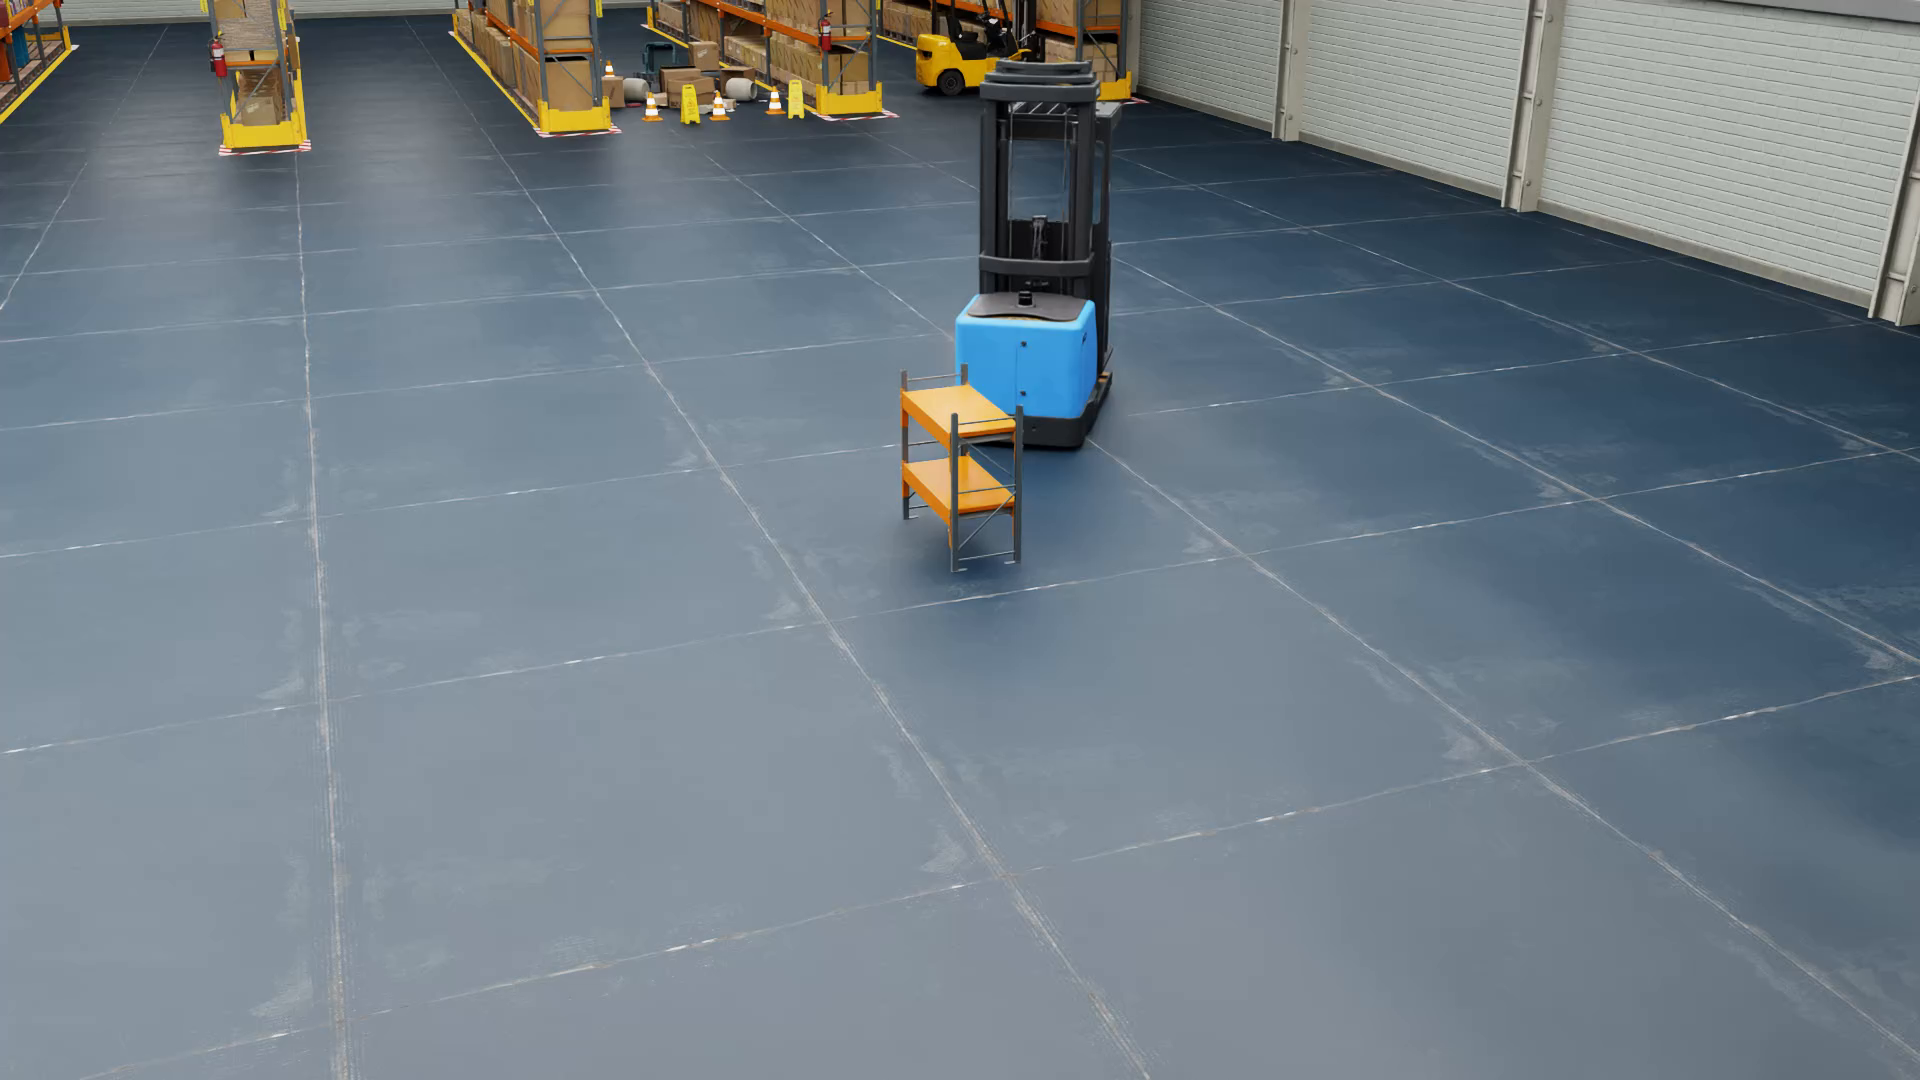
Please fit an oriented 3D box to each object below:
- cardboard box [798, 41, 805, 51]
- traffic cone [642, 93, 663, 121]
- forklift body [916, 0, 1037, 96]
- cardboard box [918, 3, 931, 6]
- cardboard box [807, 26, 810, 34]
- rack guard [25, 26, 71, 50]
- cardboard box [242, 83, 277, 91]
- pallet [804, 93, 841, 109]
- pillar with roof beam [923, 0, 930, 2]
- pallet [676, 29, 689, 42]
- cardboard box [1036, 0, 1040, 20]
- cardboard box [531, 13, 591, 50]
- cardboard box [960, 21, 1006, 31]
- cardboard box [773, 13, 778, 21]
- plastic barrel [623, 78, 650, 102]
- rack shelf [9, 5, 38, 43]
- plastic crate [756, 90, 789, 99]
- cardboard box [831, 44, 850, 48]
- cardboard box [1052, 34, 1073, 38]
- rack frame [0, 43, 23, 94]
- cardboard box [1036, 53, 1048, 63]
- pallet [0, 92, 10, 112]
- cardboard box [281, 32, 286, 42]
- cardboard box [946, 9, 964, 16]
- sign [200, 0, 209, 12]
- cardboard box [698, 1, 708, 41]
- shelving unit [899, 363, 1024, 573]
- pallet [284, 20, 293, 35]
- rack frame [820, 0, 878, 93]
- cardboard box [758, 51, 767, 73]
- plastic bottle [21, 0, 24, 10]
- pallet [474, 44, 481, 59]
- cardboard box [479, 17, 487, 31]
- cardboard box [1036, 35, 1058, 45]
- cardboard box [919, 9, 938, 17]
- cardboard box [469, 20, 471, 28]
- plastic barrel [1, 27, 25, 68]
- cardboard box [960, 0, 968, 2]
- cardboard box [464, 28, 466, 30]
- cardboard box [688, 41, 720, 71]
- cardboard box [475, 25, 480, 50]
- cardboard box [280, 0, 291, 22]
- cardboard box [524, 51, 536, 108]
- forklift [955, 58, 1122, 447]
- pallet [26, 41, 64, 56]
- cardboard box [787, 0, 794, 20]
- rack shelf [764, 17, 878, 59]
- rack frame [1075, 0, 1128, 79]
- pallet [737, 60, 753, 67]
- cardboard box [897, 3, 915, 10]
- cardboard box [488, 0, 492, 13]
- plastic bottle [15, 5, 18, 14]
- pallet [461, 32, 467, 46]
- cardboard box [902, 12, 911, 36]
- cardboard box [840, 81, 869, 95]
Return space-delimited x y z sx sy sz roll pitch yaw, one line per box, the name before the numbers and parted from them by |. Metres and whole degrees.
cardboard box | -2.781 -9.171 30.846 0.380 0.149 0.250 -8 24 -18
traffic cone | -5.430 -7.632 29.262 0.336 0.463 0.334 -8 24 -19
forklift body | 0.290 -9.859 32.372 2.313 2.155 1.214 -8 24 -19
cardboard box | -0.819 -13.039 40.667 0.380 0.149 0.250 -8 24 -18
cardboard box | -2.572 -9.293 30.259 0.380 0.149 0.250 -9 24 -20
rack guard | -21.554 -11.758 39.004 1.175 0.500 0.348 -8 24 -19
cardboard box | -11.899 -7.483 28.319 0.500 0.500 0.500 -6 24 -14
pallet | -2.257 -8.172 30.866 1.003 0.211 1.213 -8 24 -19
pillar with roof beam | -5.003 -16.722 39.838 9.100 9.000 0.400 -8 24 -19
pallet | -6.411 -12.491 41.115 1.003 0.211 1.213 -8 24 -19
cardboard box | 1.703 -10.557 32.808 0.500 0.500 0.500 -8 24 -19
cardboard box | -6.745 -8.611 28.125 0.875 0.550 0.550 -8 24 -19
cardboard box | 0.524 -11.108 36.760 0.875 0.625 0.625 -9 25 -21
cardboard box | -3.440 -10.224 32.468 0.380 0.149 0.250 -8 24 -17
plastic barrel | -6.149 -8.478 31.319 0.512 0.421 0.421 8 24 18
rack shelf | -19.413 -10.392 33.470 1.077 0.370 4.000 -8 24 -19
plastic crate | -3.602 -8.554 31.942 0.402 0.080 0.583 -18 29 -37
cardboard box | -2.370 -9.113 31.544 0.500 0.500 0.500 -8 24 -18
cardboard box | 2.152 -9.951 33.209 0.500 0.250 0.500 -9 24 -20
rack frame | -18.707 -9.997 31.606 1.000 3.000 0.127 -8 24 -19
cardboard box | 1.833 -9.471 32.714 0.500 0.250 0.500 -9 24 -20
pallet | -18.042 -7.982 30.417 1.003 0.211 1.213 -8 24 -19
cardboard box | -12.005 -8.802 29.096 0.380 0.149 0.250 -8 24 -19
cardboard box | -0.121 -12.391 39.130 0.380 0.149 0.250 -8 24 -17
sign | -11.774 -8.380 25.872 0.100 0.325 0.005 -8 24 -19
cardboard box | -5.595 -12.162 38.939 0.875 0.875 0.875 -8 24 -17
shelving unit | -0.002 -0.521 11.537 0.538 1.125 1.048 -8 24 -19
pallet | -12.794 -9.432 30.513 1.003 0.211 1.213 -8 24 -19
rack frame | -1.976 -9.129 29.547 1.000 3.000 0.127 -8 24 -19
cardboard box | -3.577 -9.755 33.876 0.950 0.372 0.625 -8 24 -18
plastic bottle | -19.549 -11.161 34.529 0.152 0.276 0.135 -8 24 -19
pallet | -10.534 -11.206 38.065 1.003 0.211 1.213 -8 24 -19
cardboard box | -10.238 -11.289 36.383 0.500 0.250 0.500 -8 24 -18
cardboard box | 1.666 -9.875 33.030 0.500 0.250 0.500 -9 24 -20
cardboard box | -0.749 -12.400 39.151 0.380 0.149 0.250 -9 25 -21
cardboard box | -11.307 -12.108 38.980 0.380 0.149 0.250 -8 24 -18
plastic barrel | -19.694 -10.219 34.295 0.600 0.901 0.708 -8 24 -19
cardboard box | 0.311 -11.896 36.305 0.500 0.250 0.500 -8 24 -17
cardboard box | -11.779 -12.312 40.229 0.380 0.149 0.250 -8 24 -19
cardboard box | -5.044 -9.524 32.729 0.500 0.500 0.500 -8 24 -19
cardboard box | -10.609 -11.318 37.419 0.500 0.500 0.500 -7 24 -17
cardboard box | -12.810 -10.001 30.302 1.000 1.000 1.000 -8 24 -19
cardboard box | -7.185 -8.184 29.501 0.875 0.875 0.875 -9 24 -20
forklift | 0.757 -2.640 14.240 1.130 2.935 3.031 5 23 11
pallet | -21.278 -11.313 38.320 1.003 0.211 1.213 -8 24 -19
cardboard box | -2.933 -10.023 31.157 0.500 0.500 0.500 -8 24 -18
rack shelf | -2.683 -9.524 31.411 1.077 0.370 4.000 -8 24 -19
rack frame | 2.666 -9.811 31.166 1.000 3.000 0.127 -8 24 -19
pallet | -4.100 -10.024 35.261 1.003 0.211 1.213 -8 24 -19
cardboard box | -1.314 -13.066 40.730 0.380 0.149 0.250 -9 24 -20
cardboard box | -9.309 -10.982 33.814 0.500 0.500 0.500 -9 24 -19
plastic bottle | -19.175 -10.772 33.701 0.097 0.201 0.097 0 23 0
pallet | -11.516 -12.172 40.356 1.003 0.211 1.213 -8 24 -19
cardboard box | -1.066 -12.443 40.088 0.500 0.500 0.500 -9 25 -21
cardboard box | -2.002 -8.387 30.785 0.500 0.250 0.500 -9 24 -19
